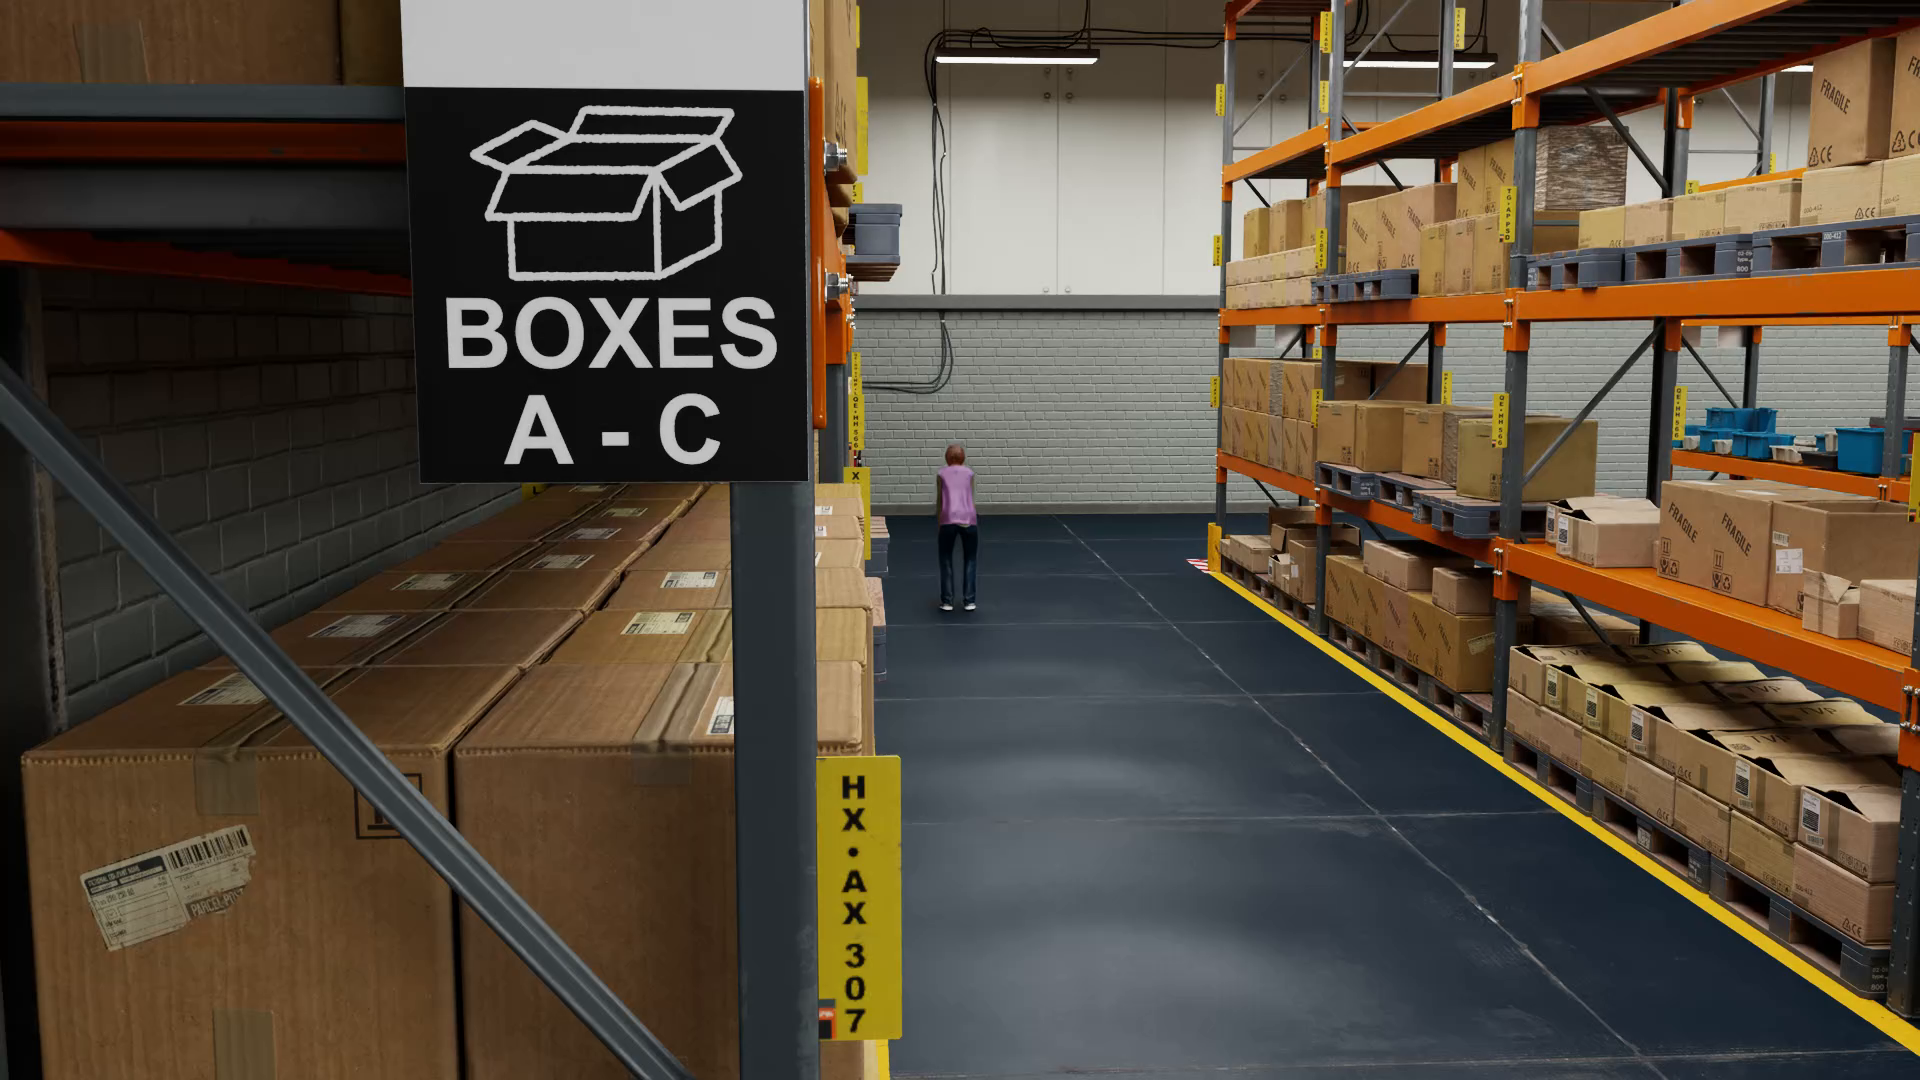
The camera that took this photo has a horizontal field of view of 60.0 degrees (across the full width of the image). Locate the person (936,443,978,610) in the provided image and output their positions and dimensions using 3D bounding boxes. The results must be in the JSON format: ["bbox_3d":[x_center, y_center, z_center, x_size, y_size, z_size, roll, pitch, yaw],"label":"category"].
[{"bbox_3d":[-0.029,-0.120,15.517,0.377,1.542,0.542,-1,7,-5],"label":"person"}]
